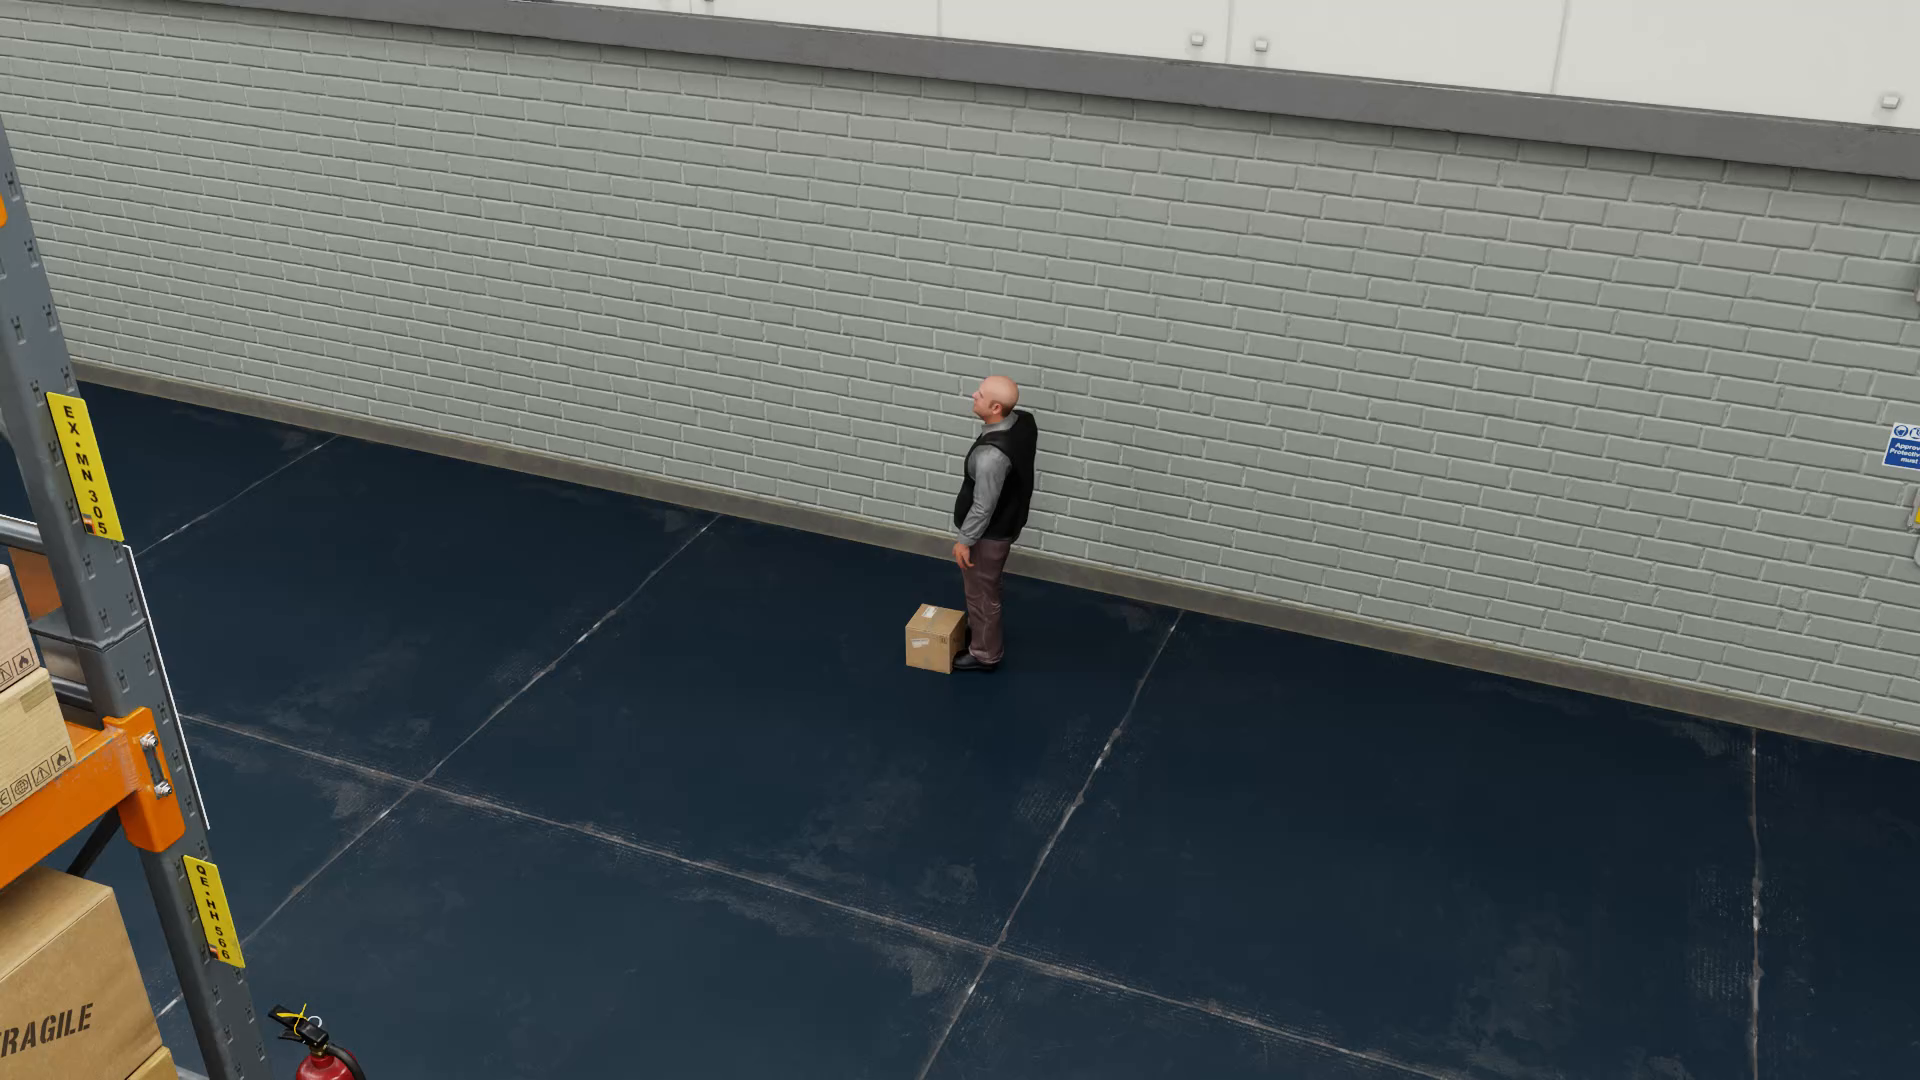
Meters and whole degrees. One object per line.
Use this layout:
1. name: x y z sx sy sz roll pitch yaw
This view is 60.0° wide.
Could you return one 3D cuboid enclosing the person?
1. person: 0.092 -0.087 8.562 0.568 1.720 0.632 11 31 19
